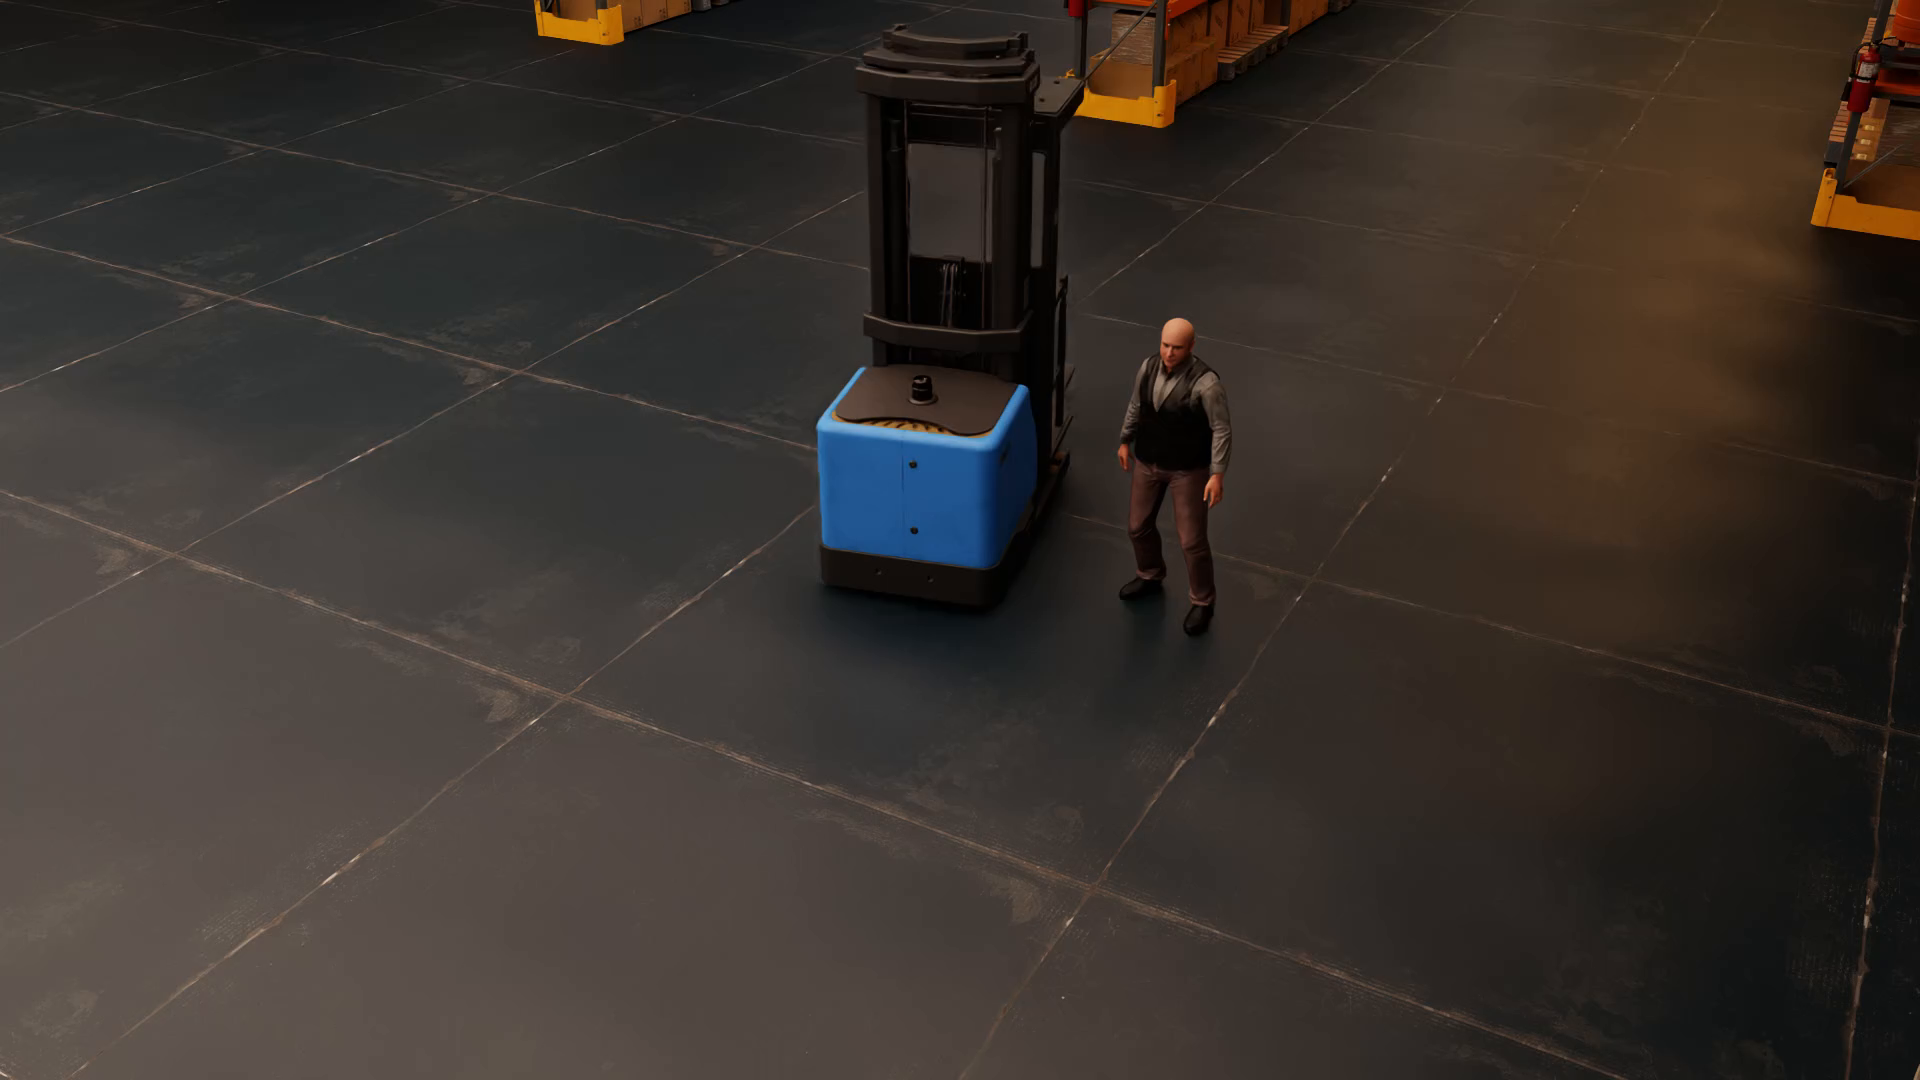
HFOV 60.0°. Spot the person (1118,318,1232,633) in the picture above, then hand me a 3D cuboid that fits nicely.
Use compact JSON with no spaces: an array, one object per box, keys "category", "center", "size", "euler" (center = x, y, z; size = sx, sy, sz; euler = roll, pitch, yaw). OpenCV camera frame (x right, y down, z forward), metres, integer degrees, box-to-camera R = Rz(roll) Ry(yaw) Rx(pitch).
[{"category":"person","center":[1.140,-0.398,8.988],"size":[0.728,1.705,0.421],"euler":[23,37,34]}]

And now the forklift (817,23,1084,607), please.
[{"category":"forklift","center":[0.083,-1.624,9.885],"size":[1.130,2.935,3.031],"euler":[8,31,13]}]
